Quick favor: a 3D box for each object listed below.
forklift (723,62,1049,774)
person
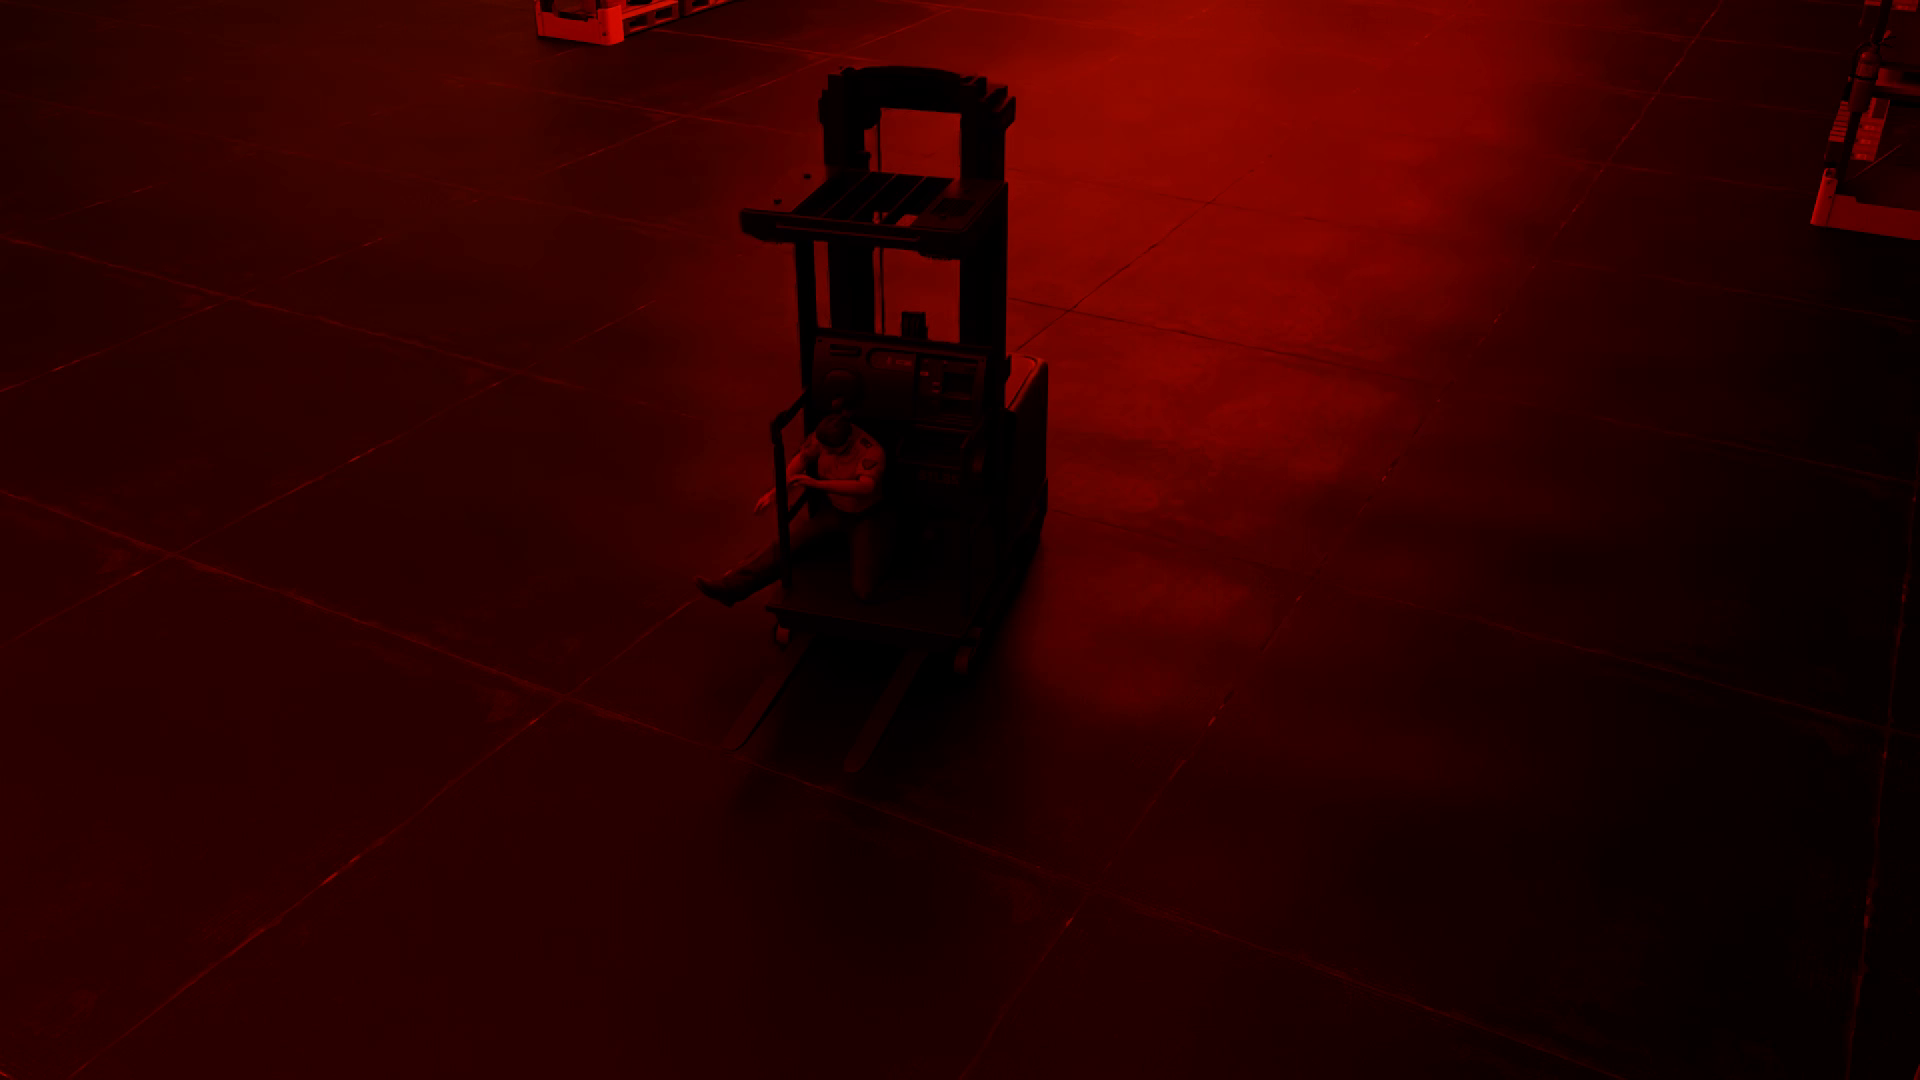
[{"bbox_3d":[-0.373,-0.771,8.406,1.130,2.935,3.031,8,31,14],"label":"forklift"},{"bbox_3d":[-0.724,-0.098,8.724,1.127,1.211,1.010,-20,35,-30],"label":"person"}]
